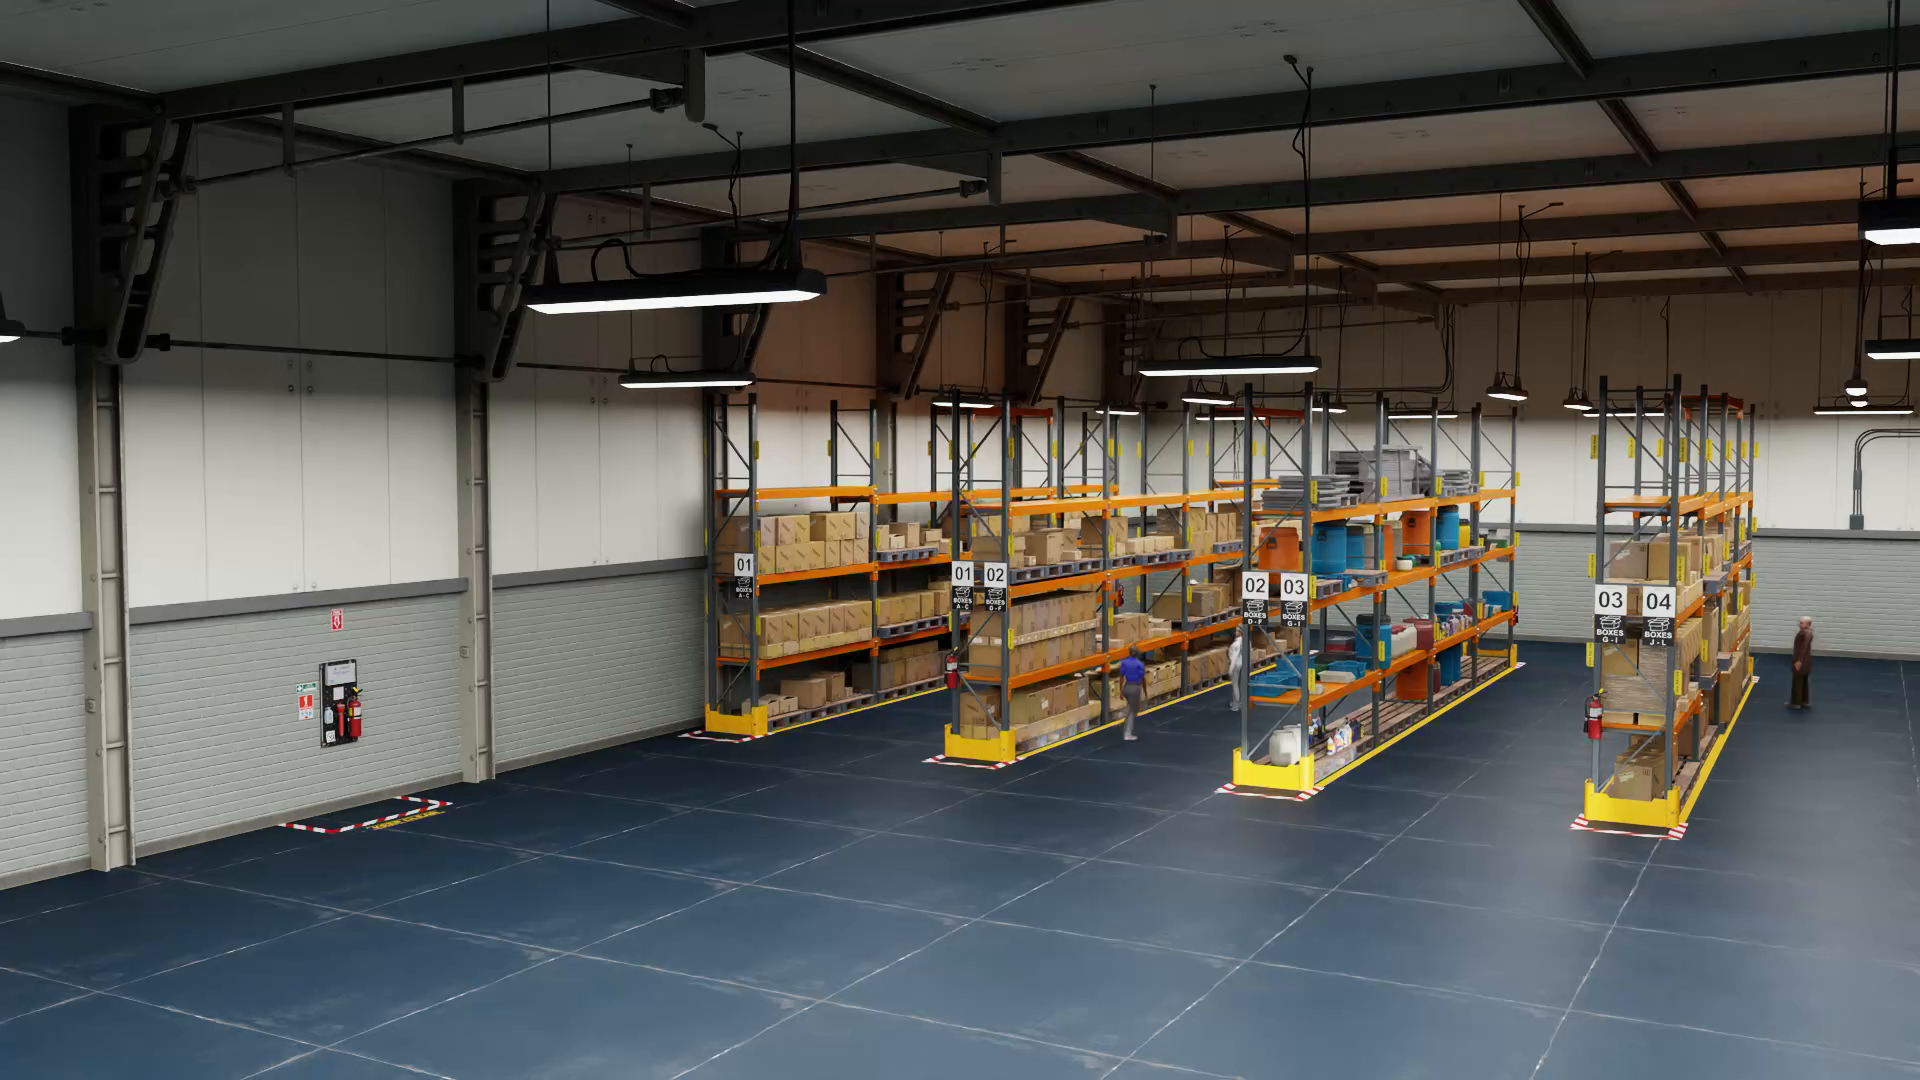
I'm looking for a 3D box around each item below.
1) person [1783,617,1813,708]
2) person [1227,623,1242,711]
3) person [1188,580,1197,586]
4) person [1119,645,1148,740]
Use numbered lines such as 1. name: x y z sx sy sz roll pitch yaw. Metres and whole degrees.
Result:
1. person: 16.280 2.373 32.270 0.497 1.783 0.629 2 4 37
2. person: 5.315 2.442 32.087 0.506 1.670 0.583 -3 4 -40
3. person: 5.781 1.866 41.671 0.624 1.743 0.962 2 4 33
4. person: 3.008 2.642 28.599 0.463 1.673 0.437 -2 4 -31
